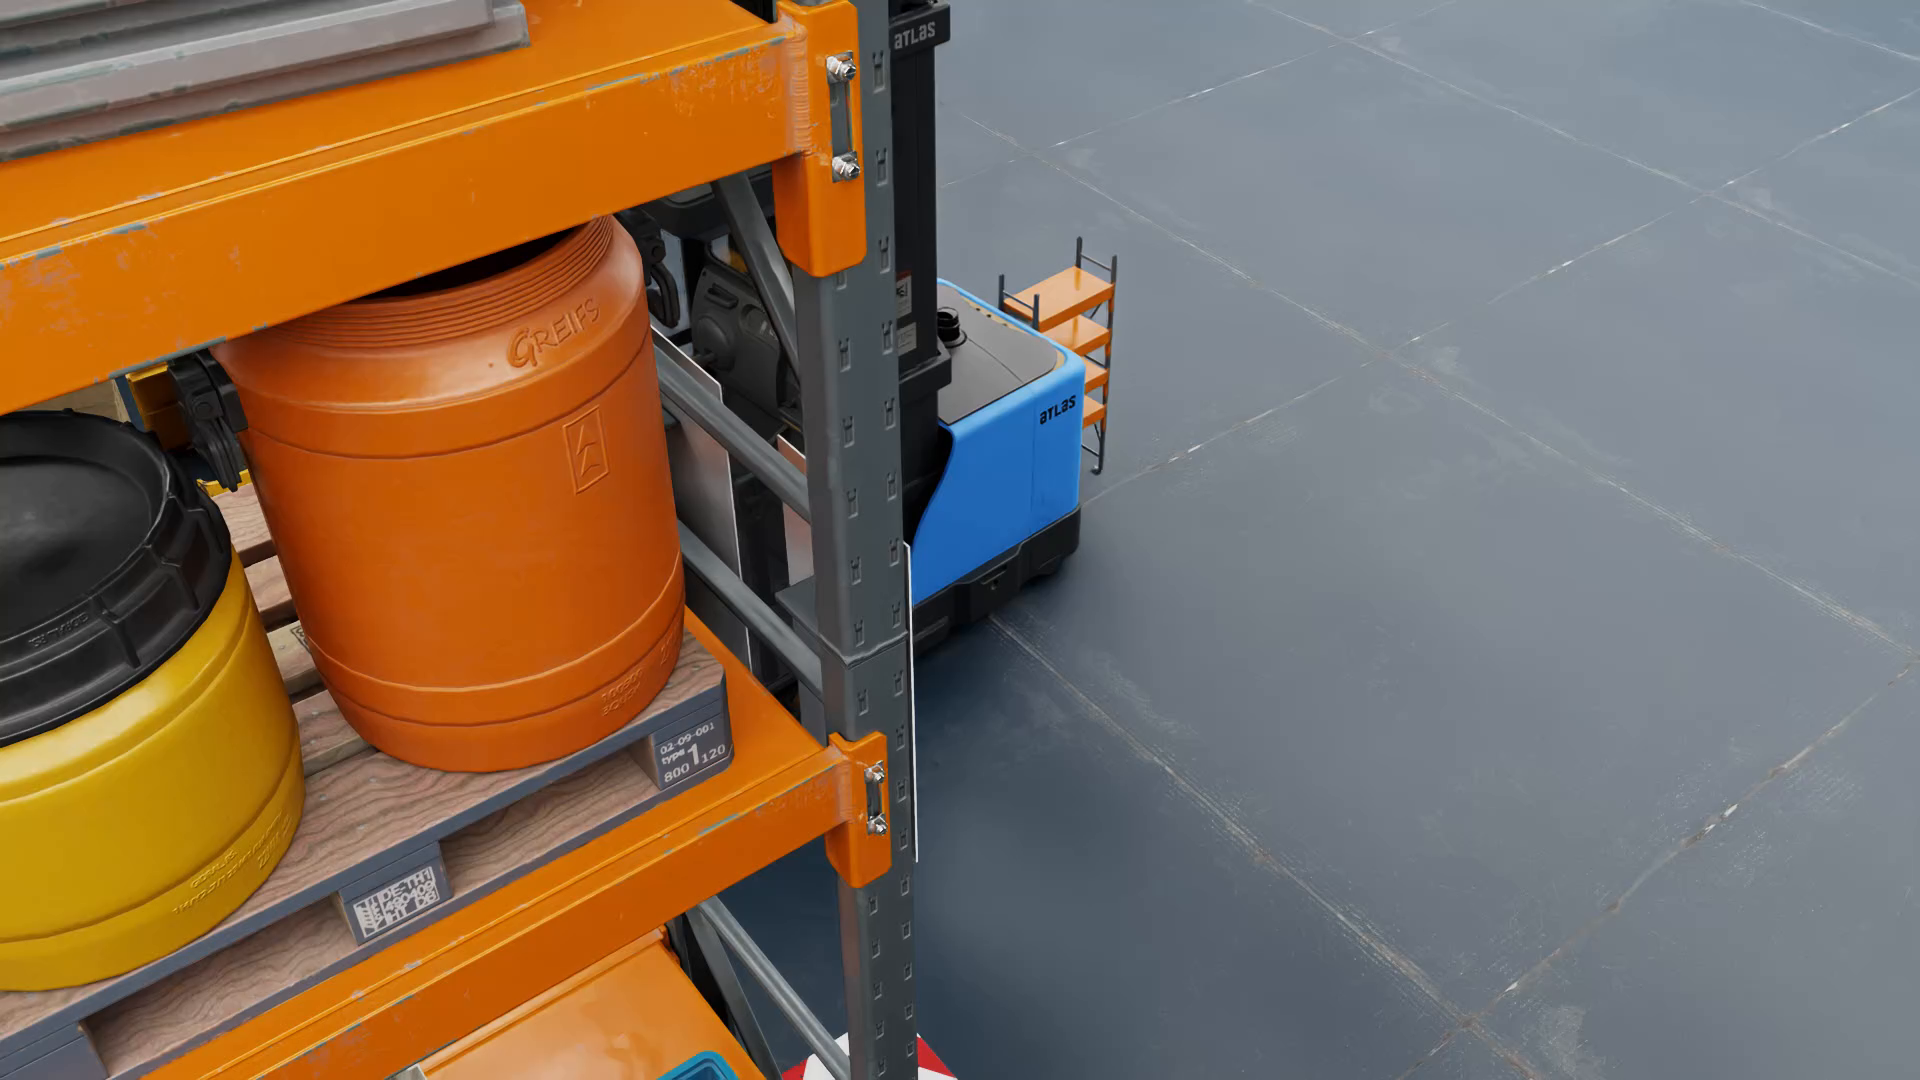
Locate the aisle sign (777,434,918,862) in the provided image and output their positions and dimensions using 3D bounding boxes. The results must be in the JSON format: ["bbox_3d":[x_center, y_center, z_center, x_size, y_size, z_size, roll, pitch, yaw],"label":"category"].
[{"bbox_3d":[-0.203,0.216,3.071,0.004,0.787,0.394,-26,46,-28],"label":"aisle sign"}]

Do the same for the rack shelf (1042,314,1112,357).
[{"bbox_3d":[0.436,-0.869,7.617,0.480,0.148,0.258,-30,48,-31],"label":"rack shelf"}]

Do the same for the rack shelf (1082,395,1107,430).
[{"bbox_3d":[0.436,-0.543,7.885,0.480,0.148,0.258,-30,48,-31],"label":"rack shelf"}]

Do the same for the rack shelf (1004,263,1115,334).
[{"bbox_3d":[0.436,-1.052,7.467,0.480,0.148,0.258,-30,48,-31],"label":"rack shelf"}]

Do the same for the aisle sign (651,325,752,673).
[{"bbox_3d":[-0.562,-0.080,3.433,0.004,0.787,0.394,-26,46,-28],"label":"aisle sign"}]

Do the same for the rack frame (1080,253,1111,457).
[{"bbox_3d":[0.616,-0.853,7.844,0.006,1.046,0.228,-30,48,-31],"label":"rack frame"}]

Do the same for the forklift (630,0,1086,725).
[{"bbox_3d":[-8.610,-3.850,10.132,7.636,2.935,18.991,-30,48,-31],"label":"forklift"}]

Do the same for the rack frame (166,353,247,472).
[{"bbox_3d":[-3.459,-1.391,7.080,0.127,3.000,1.000,-26,46,-28],"label":"rack frame"}]

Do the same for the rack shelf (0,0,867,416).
[{"bbox_3d":[-2.027,-0.014,1.554,4.000,0.370,1.077,-26,46,-28],"label":"rack shelf"}]

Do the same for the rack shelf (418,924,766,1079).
[{"bbox_3d":[-2.027,2.151,3.330,4.000,0.370,1.077,-26,46,-28],"label":"rack shelf"}]

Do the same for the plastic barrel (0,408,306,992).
[{"bbox_3d":[-1.267,0.210,2.285,0.600,0.588,0.600,0,39,0],"label":"plastic barrel"}]

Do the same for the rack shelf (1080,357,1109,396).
[{"bbox_3d":[0.436,-0.697,7.759,0.480,0.148,0.258,-30,48,-31],"label":"rack shelf"}]

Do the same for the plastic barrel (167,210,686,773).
[{"bbox_3d":[-0.749,-0.136,2.517,0.708,0.830,0.600,-26,46,-28],"label":"plastic barrel"}]

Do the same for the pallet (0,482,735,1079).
[{"bbox_3d":[-1.156,0.284,2.823,1.213,0.211,1.003,-26,46,-28],"label":"pallet"}]

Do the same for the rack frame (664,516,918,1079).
[{"bbox_3d":[-0.441,1.100,4.044,0.127,3.000,1.000,-26,46,-28],"label":"rack frame"}]

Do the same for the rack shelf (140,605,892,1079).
[{"bbox_3d":[-2.027,0.991,2.379,4.000,0.370,1.077,-26,46,-28],"label":"rack shelf"}]

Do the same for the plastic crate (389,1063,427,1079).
[{"bbox_3d":[-1.346,1.386,3.903,0.250,0.136,0.298,-26,46,-28],"label":"plastic crate"}]

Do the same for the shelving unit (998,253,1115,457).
[{"bbox_3d":[0.434,-0.748,7.715,0.499,1.200,0.258,-30,48,-31],"label":"shelving unit"}]

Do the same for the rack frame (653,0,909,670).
[{"bbox_3d":[-0.441,-1.219,2.141,0.127,3.000,1.000,-26,46,-28],"label":"rack frame"}]

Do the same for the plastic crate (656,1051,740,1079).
[{"bbox_3d":[-0.655,1.501,3.672,0.616,0.251,0.499,-26,46,-28],"label":"plastic crate"}]

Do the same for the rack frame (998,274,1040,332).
[{"bbox_3d":[0.256,-0.644,7.589,0.015,1.200,0.240,-30,48,-31],"label":"rack frame"}]

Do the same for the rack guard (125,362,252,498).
[{"bbox_3d":[-3.519,-0.395,7.837,0.348,0.500,1.175,-26,46,-28],"label":"rack guard"}]
